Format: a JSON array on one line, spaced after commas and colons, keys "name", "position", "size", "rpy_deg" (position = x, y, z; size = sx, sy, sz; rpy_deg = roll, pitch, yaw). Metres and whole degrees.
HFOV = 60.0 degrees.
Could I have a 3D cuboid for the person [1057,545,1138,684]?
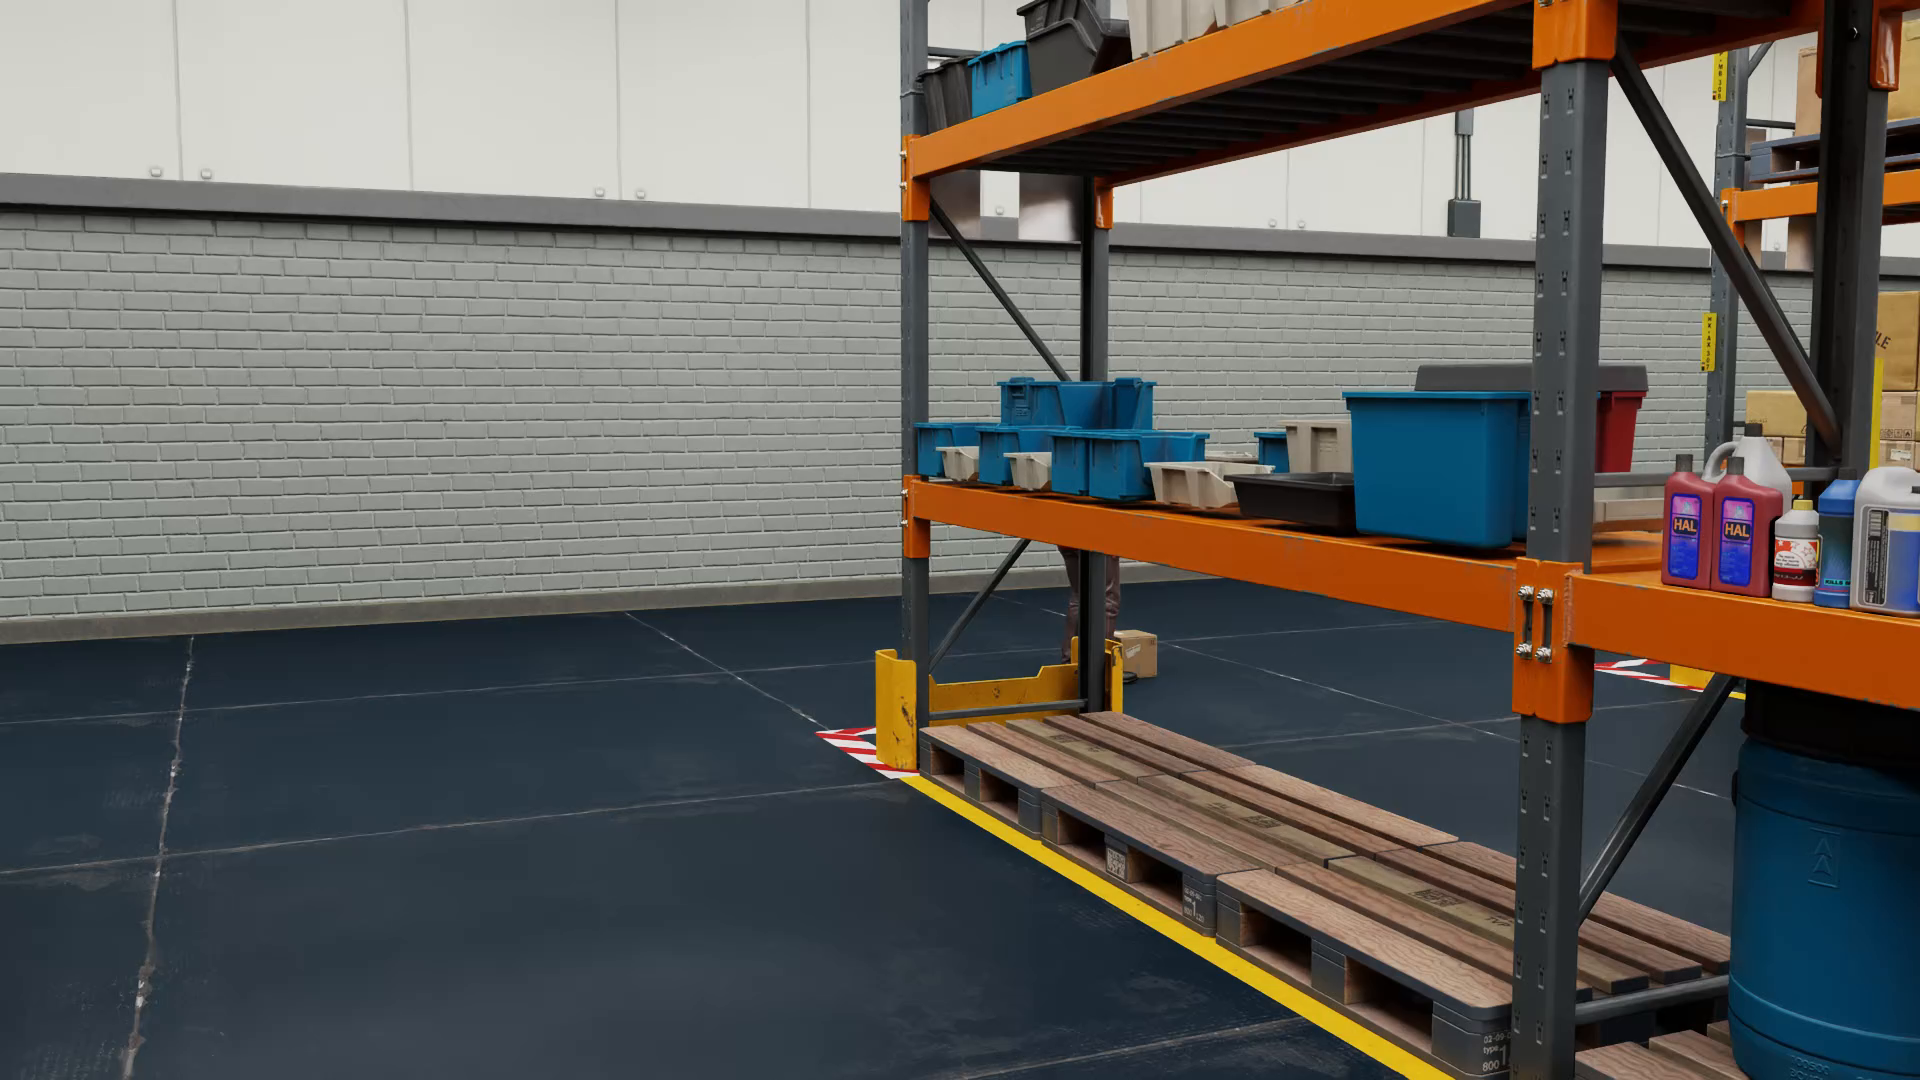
[{"name": "person", "position": [0.748, -0.037, 9.772], "size": [0.414, 1.722, 0.594], "rpy_deg": [-3, 6, -27]}]
